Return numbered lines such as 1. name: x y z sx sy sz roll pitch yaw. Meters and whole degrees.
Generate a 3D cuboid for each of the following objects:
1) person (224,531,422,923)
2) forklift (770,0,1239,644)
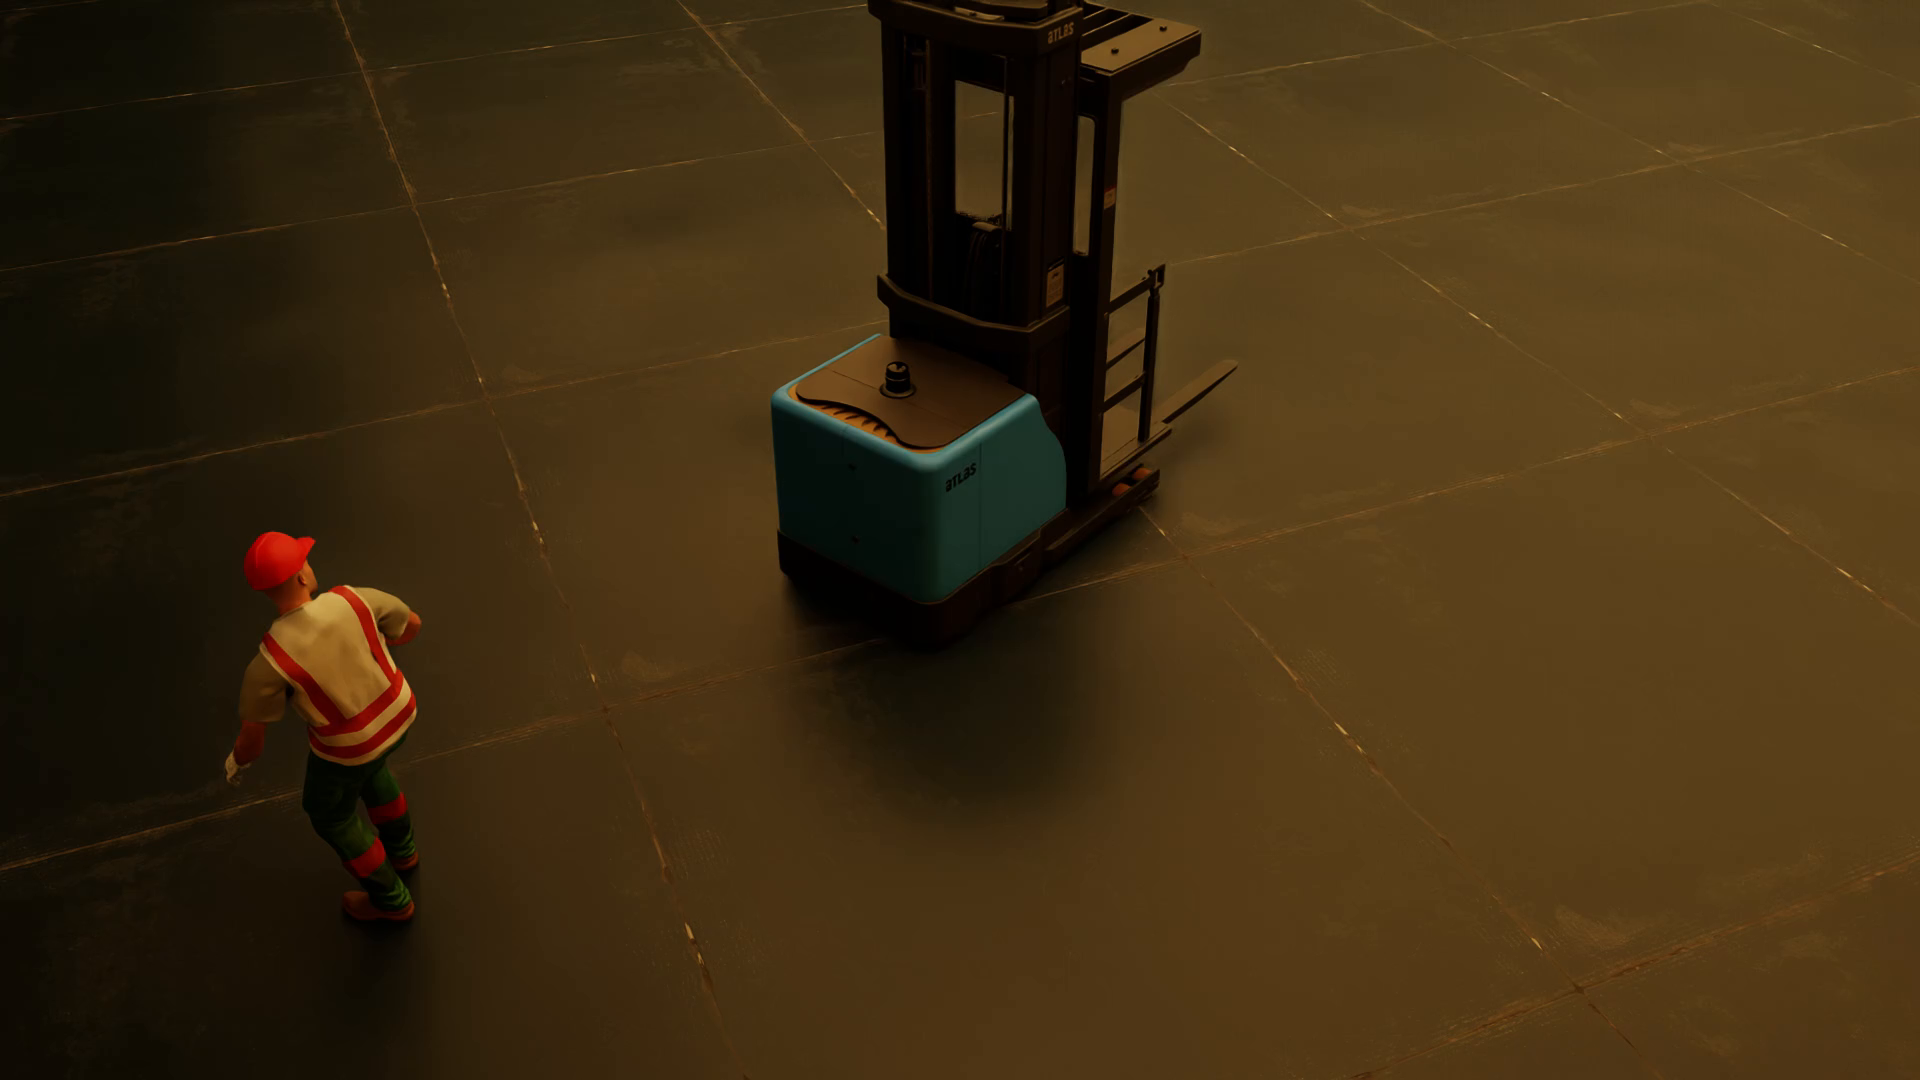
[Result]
1. person: -2.321 0.700 6.164 0.518 1.732 0.755 19 39 24
2. forklift: 0.416 -1.492 8.196 1.130 2.935 3.031 25 42 31
